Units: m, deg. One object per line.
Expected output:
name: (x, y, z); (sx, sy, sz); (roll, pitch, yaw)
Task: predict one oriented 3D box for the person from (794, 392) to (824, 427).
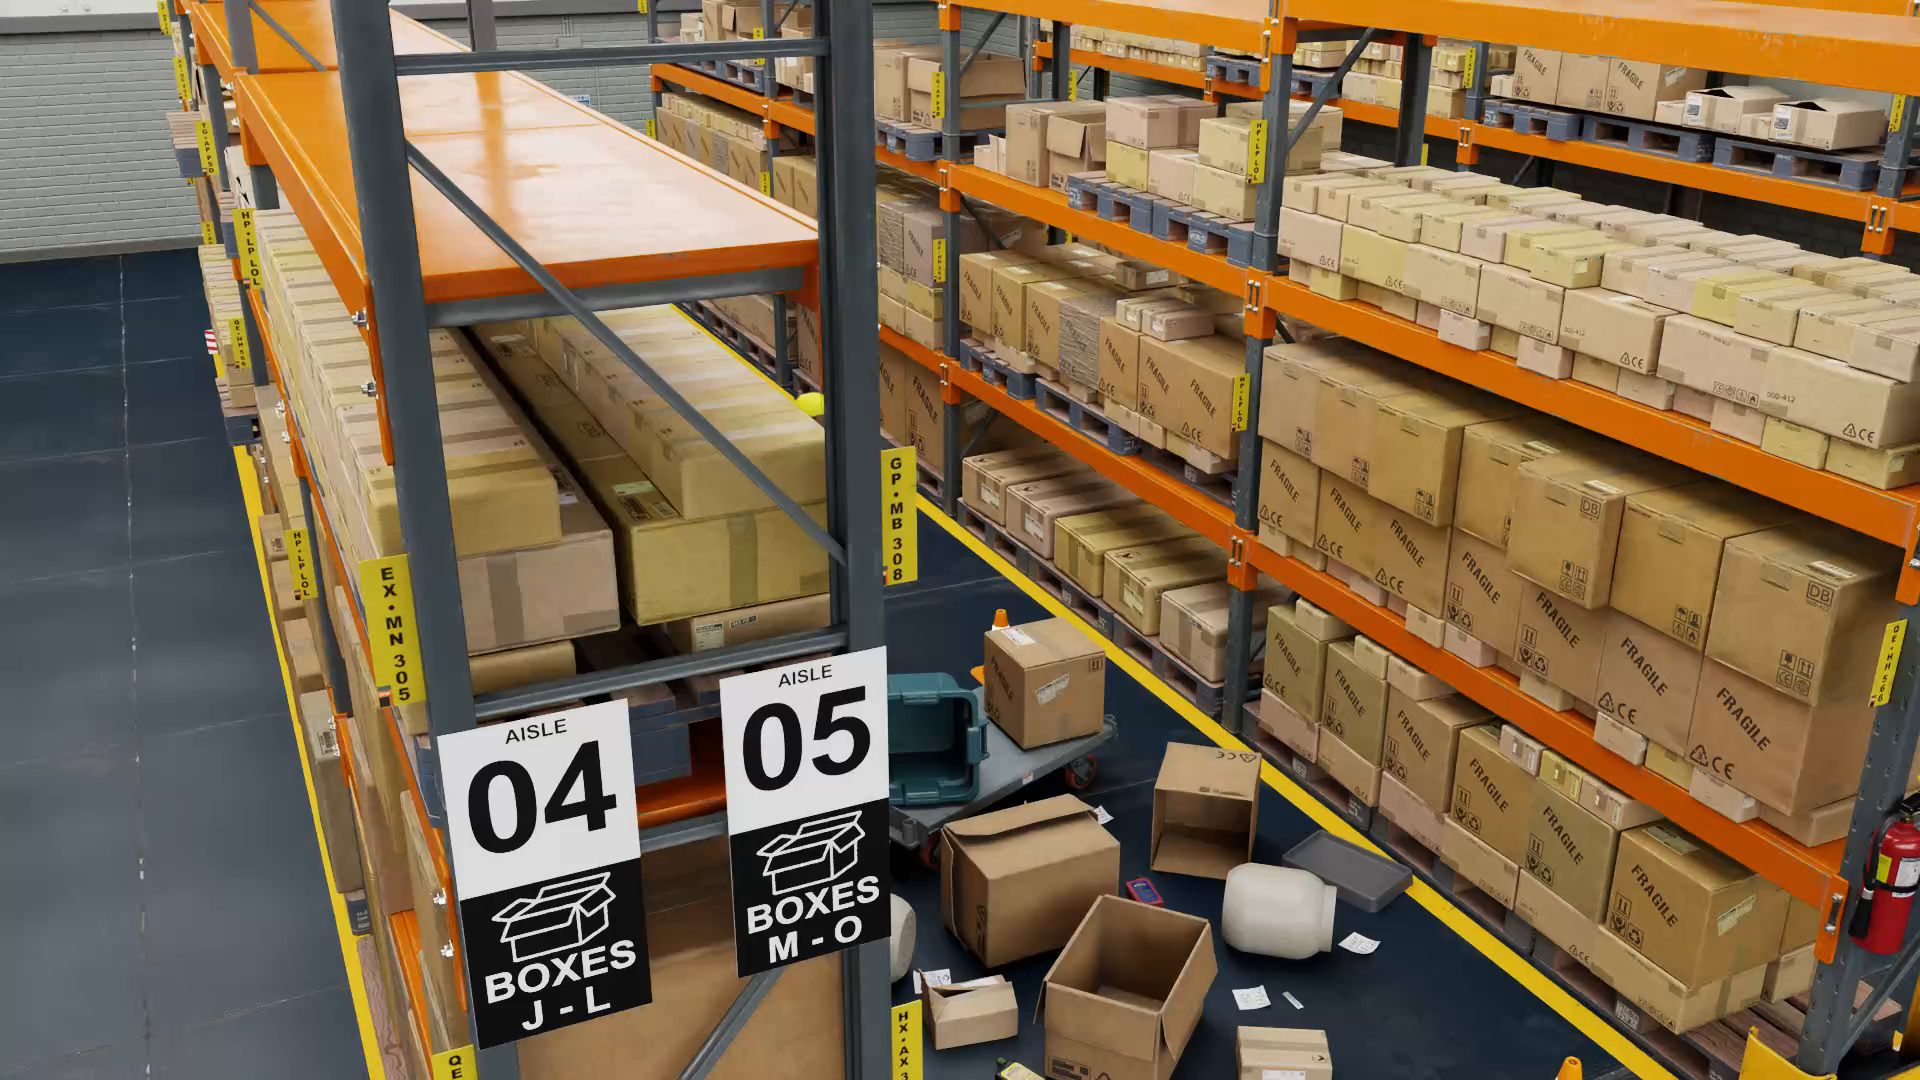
person: (-1.076, -0.102, 10.835); (0.602, 1.757, 0.665); (-4, 22, -10)
